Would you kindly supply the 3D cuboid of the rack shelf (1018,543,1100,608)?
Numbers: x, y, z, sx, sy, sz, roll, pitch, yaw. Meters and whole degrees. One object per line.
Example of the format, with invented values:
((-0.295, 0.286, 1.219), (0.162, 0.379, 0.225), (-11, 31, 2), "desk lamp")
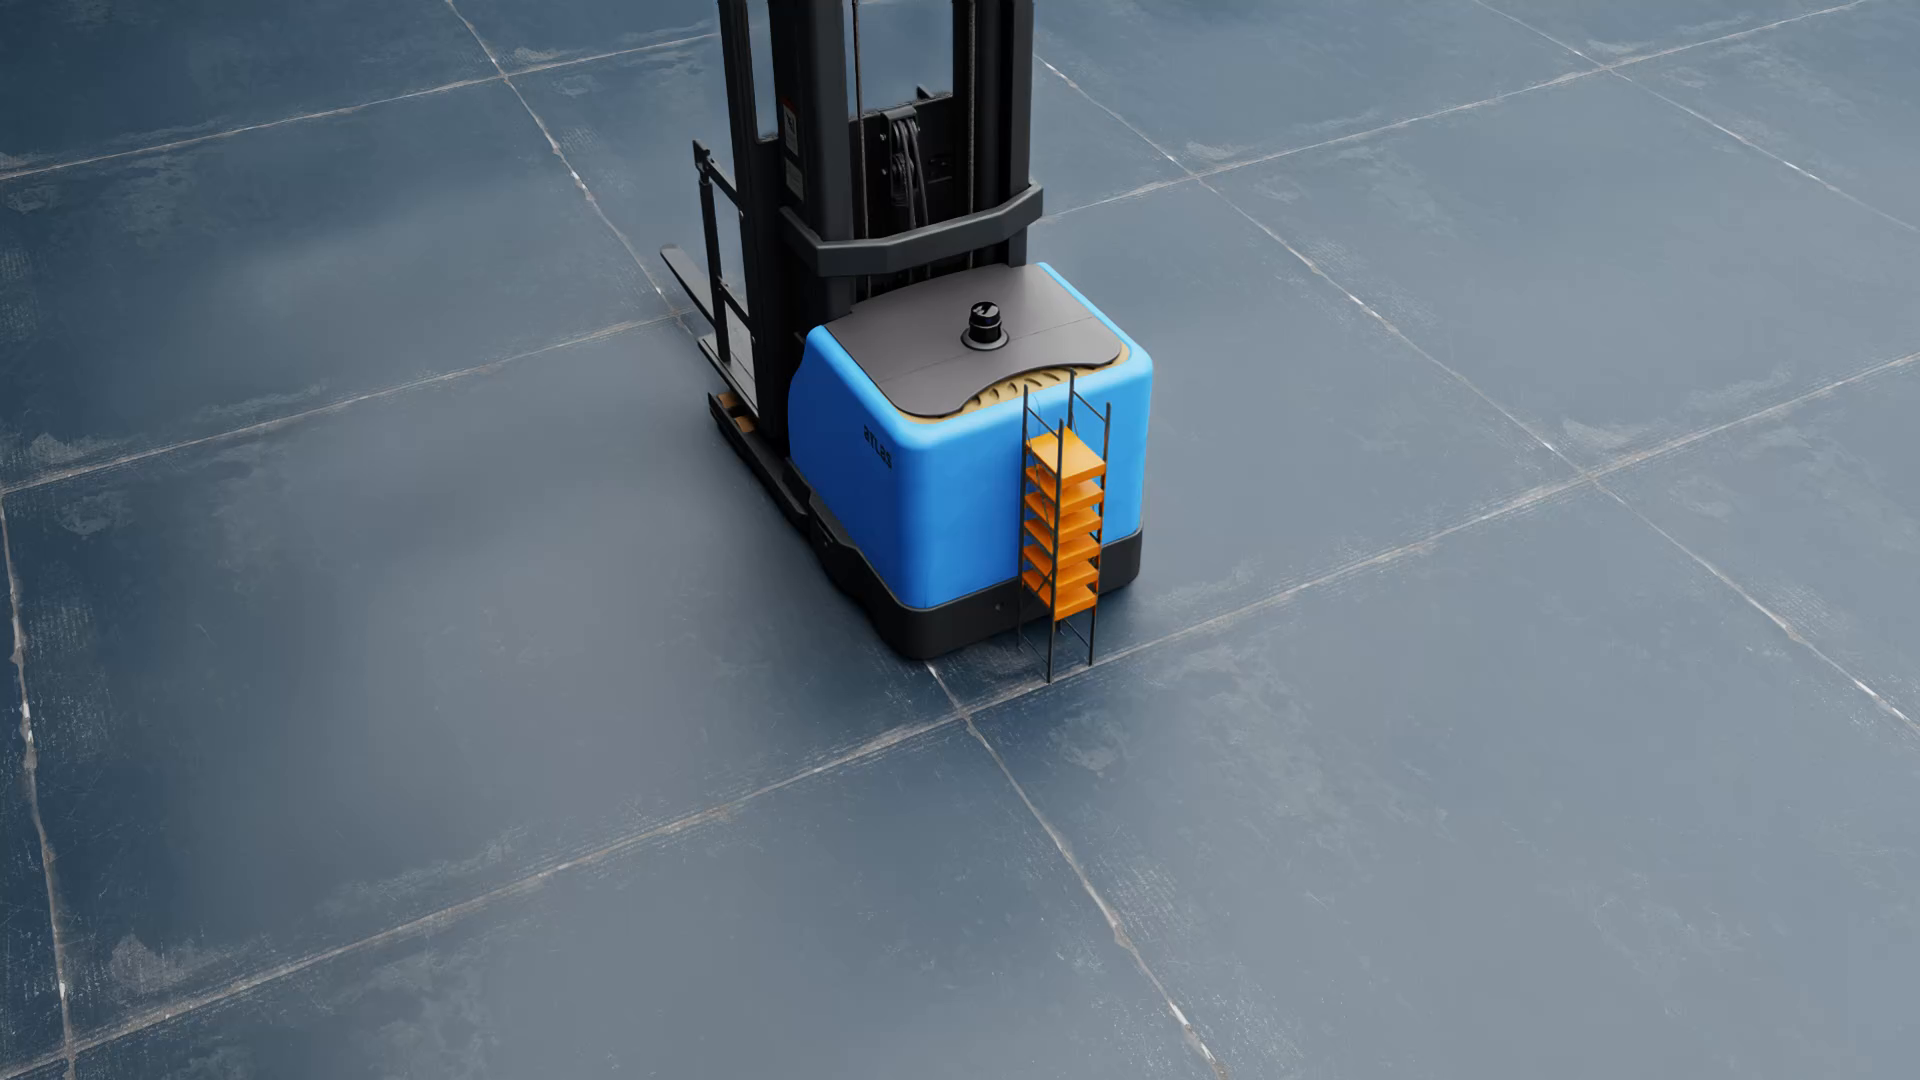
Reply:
((0.352, 0.104, 5.953), (0.180, 0.103, 0.258), (-20, 44, -22), "rack shelf")

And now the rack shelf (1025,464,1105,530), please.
((0.352, -0.171, 5.720), (0.180, 0.103, 0.258), (-20, 44, -22), "rack shelf")

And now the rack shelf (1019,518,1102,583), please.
((0.352, 0.012, 5.876), (0.180, 0.103, 0.258), (-20, 44, -22), "rack shelf")

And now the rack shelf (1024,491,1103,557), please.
((0.352, -0.079, 5.798), (0.180, 0.103, 0.258), (-20, 44, -22), "rack shelf")

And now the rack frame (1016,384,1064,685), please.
((0.273, 0.008, 5.812), (0.006, 1.200, 0.240), (-20, 44, -22), "rack frame")

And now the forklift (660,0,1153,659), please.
((-0.445, -1.622, 6.398), (1.130, 2.935, 3.031), (-19, 44, -21), "forklift")

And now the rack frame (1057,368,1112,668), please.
((0.432, -0.051, 5.882), (0.006, 1.200, 0.240), (-20, 44, -22), "rack frame")

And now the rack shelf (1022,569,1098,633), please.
((0.352, 0.196, 6.031), (0.180, 0.103, 0.258), (-20, 44, -22), "rack shelf")

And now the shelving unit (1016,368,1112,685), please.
((0.352, -0.022, 5.847), (0.189, 1.200, 0.258), (-20, 44, -22), "shelving unit")

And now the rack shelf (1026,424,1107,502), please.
((0.352, -0.262, 5.643), (0.180, 0.103, 0.258), (-20, 44, -22), "rack shelf")
